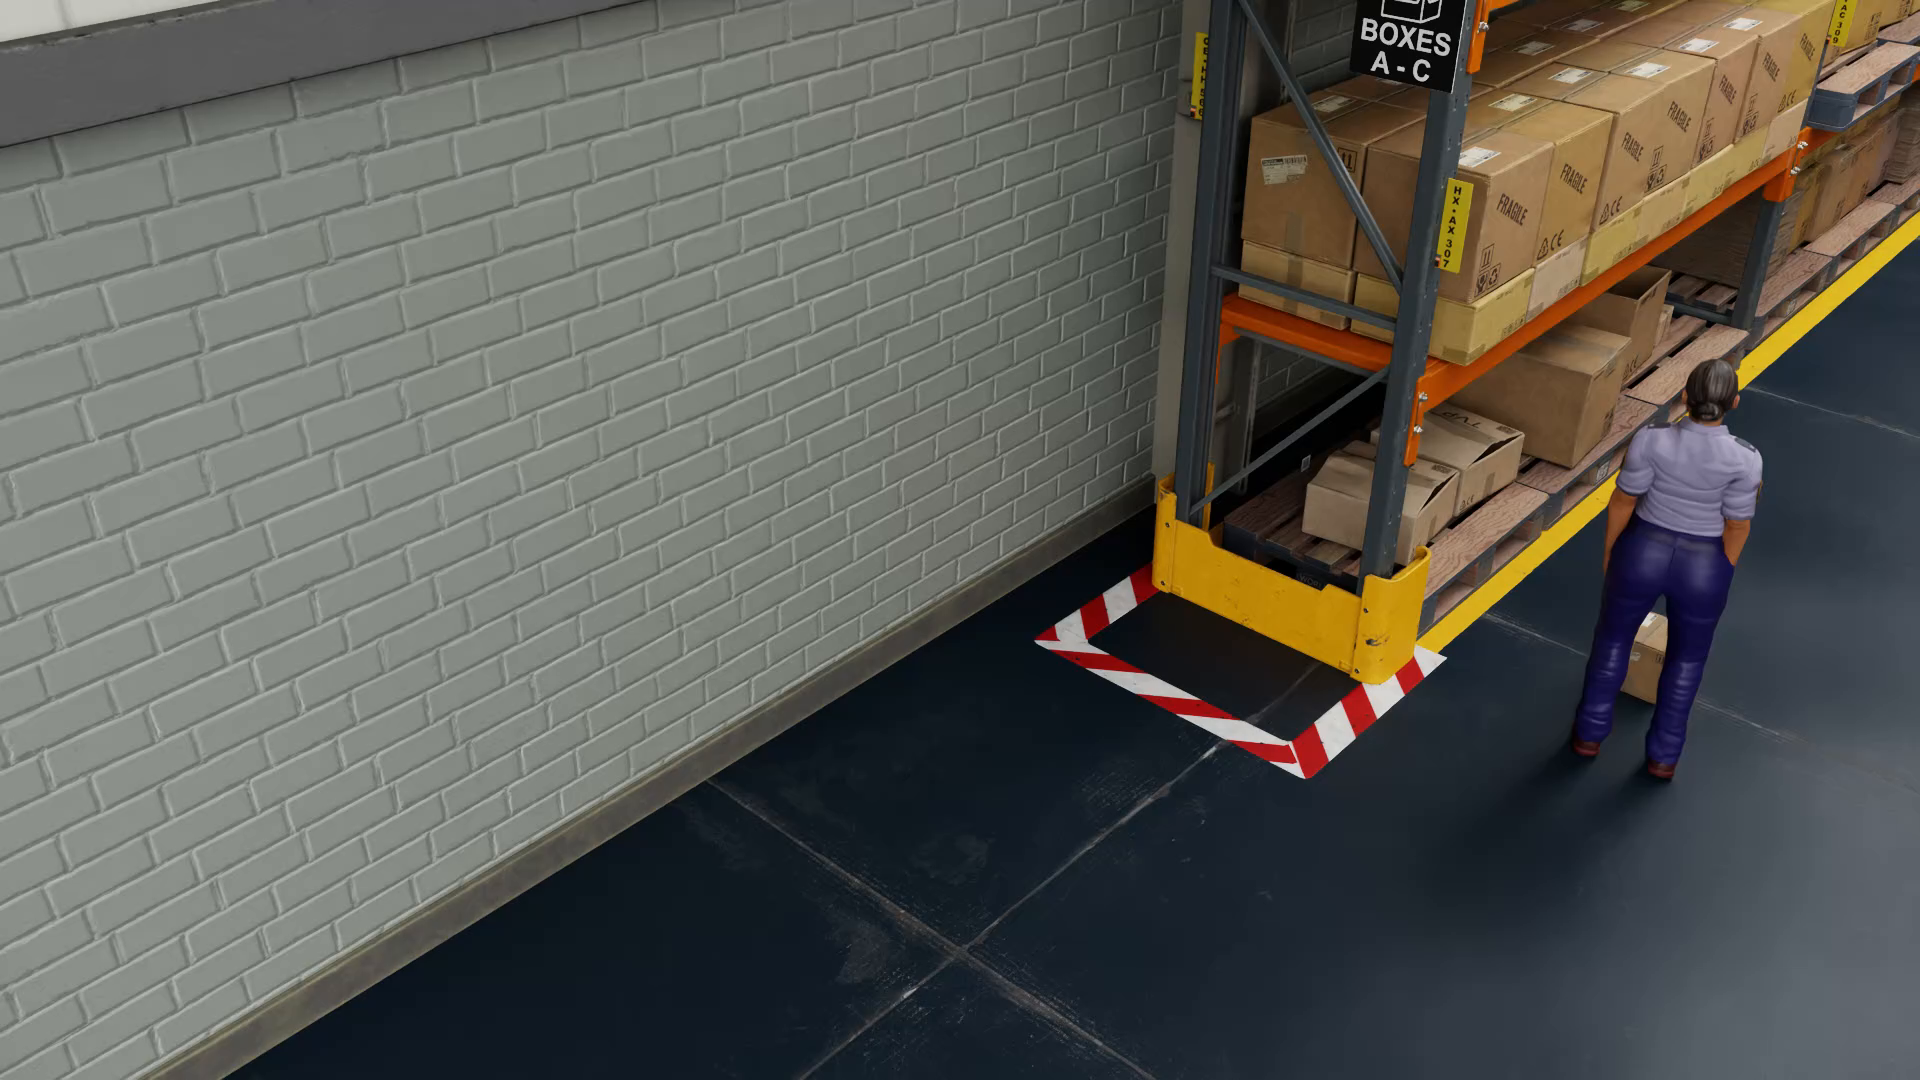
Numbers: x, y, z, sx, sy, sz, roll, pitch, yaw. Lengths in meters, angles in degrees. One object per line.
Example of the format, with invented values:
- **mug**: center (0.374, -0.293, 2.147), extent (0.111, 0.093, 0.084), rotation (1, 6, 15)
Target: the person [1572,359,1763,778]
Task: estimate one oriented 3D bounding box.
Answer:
- **person**: center (2.545, 0.101, 6.005), extent (0.468, 1.660, 0.342), rotation (15, 35, 23)
